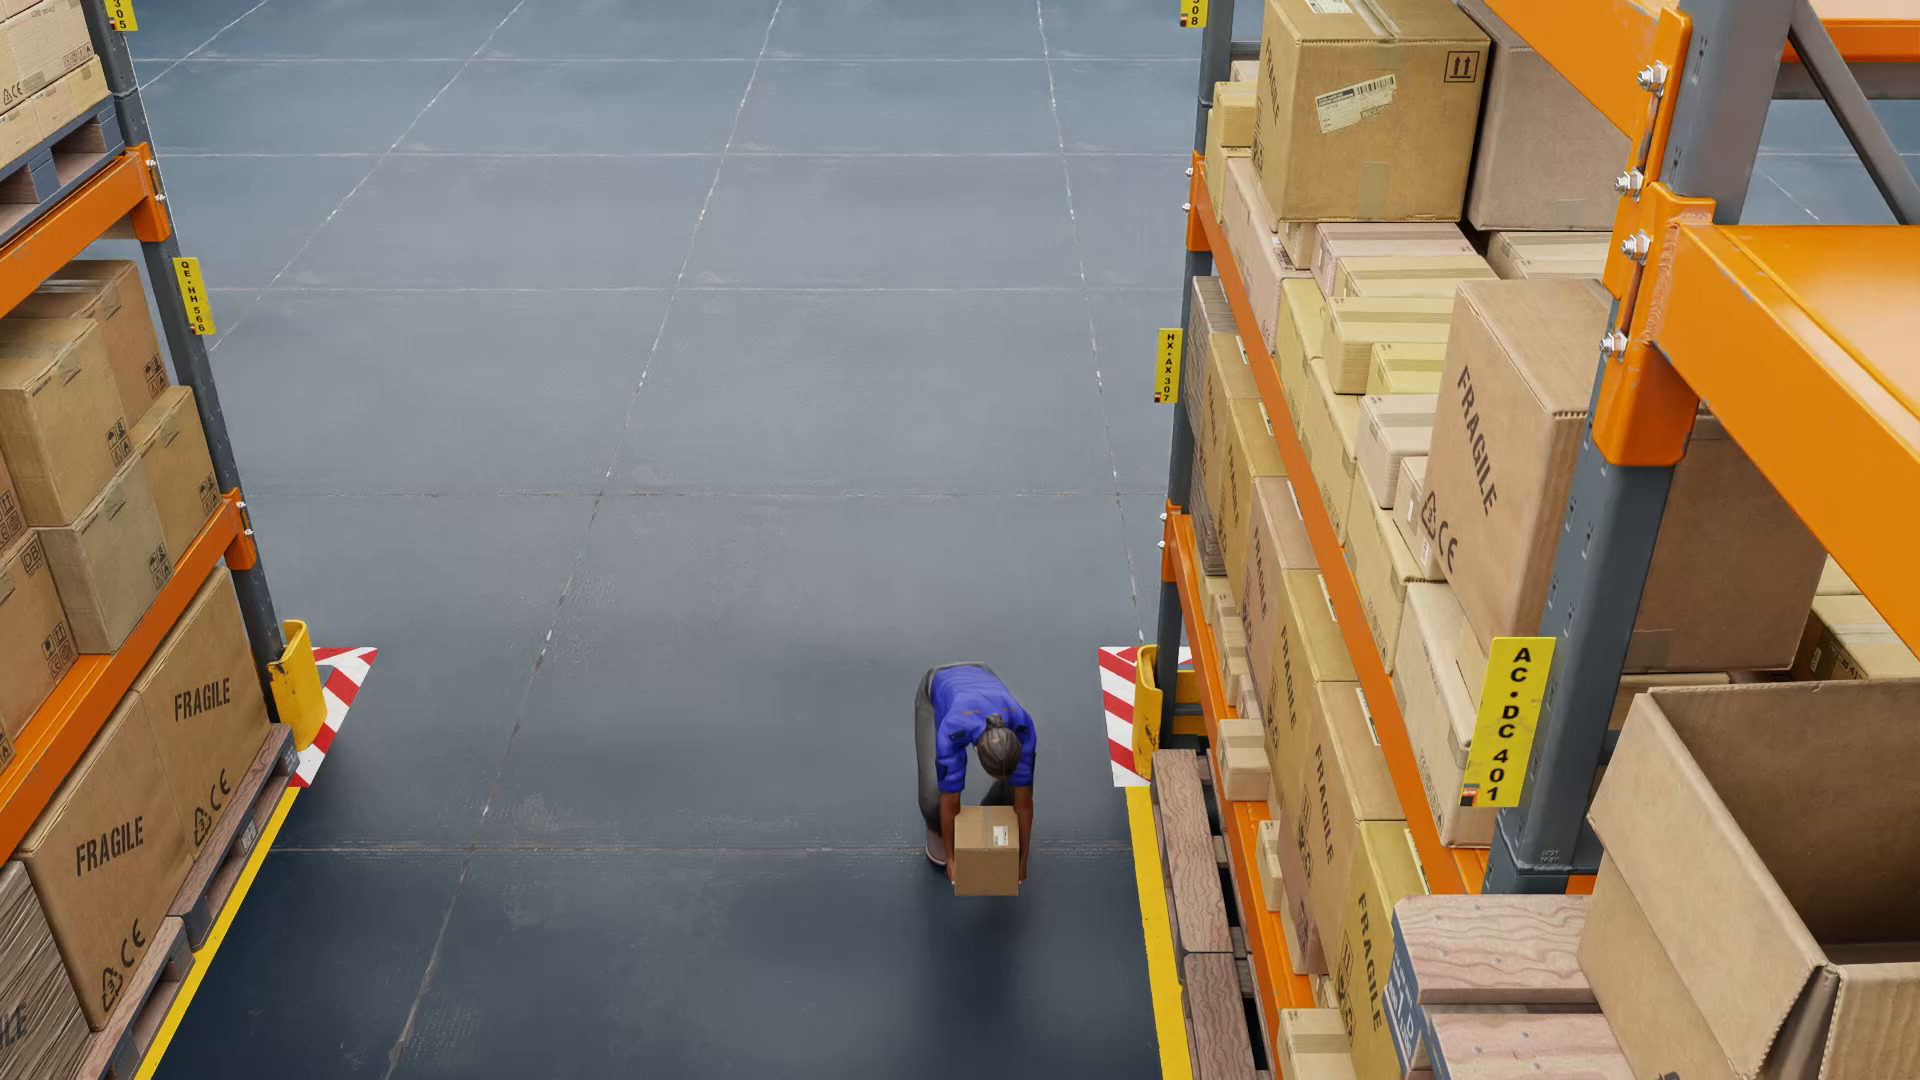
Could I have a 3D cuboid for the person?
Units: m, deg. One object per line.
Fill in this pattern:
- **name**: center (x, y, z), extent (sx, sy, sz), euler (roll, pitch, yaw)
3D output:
- **person**: center (0.068, 0.957, 6.732), extent (0.468, 0.989, 0.860), euler (-6, 32, -10)
